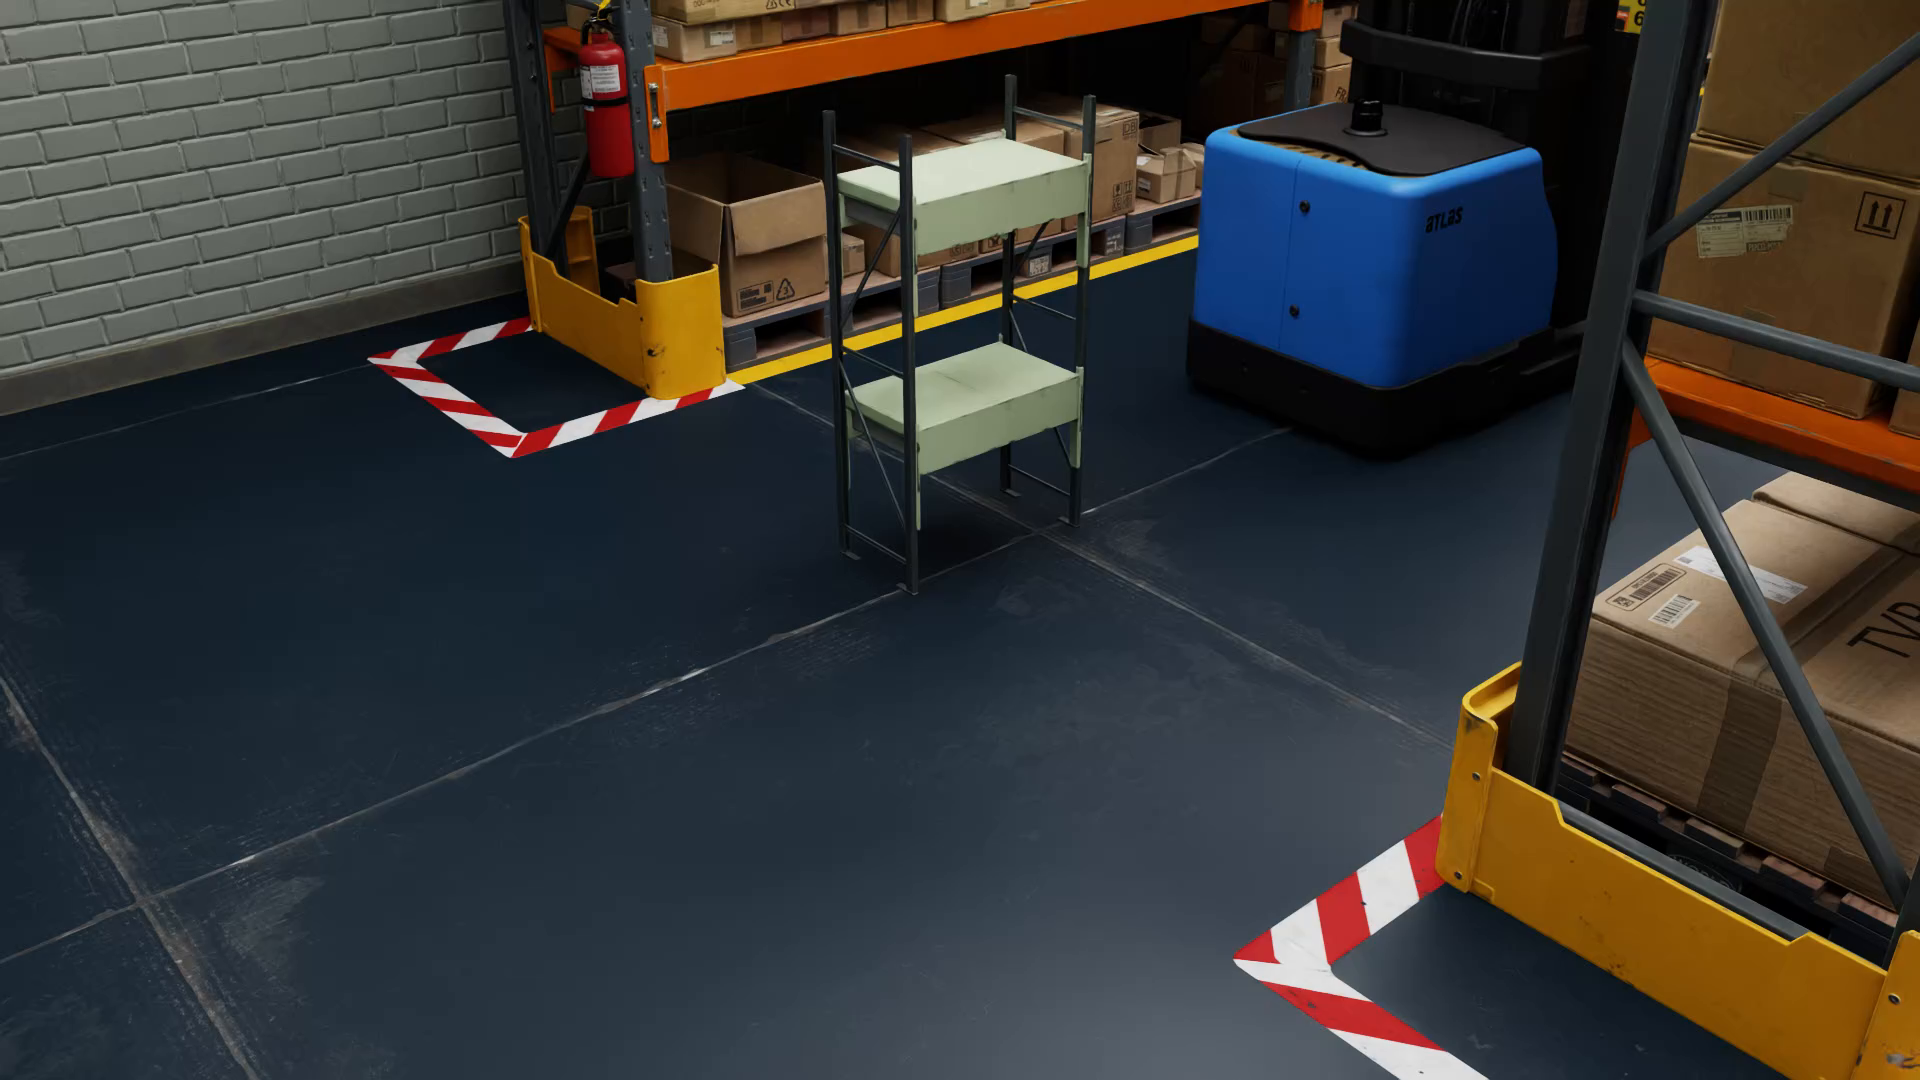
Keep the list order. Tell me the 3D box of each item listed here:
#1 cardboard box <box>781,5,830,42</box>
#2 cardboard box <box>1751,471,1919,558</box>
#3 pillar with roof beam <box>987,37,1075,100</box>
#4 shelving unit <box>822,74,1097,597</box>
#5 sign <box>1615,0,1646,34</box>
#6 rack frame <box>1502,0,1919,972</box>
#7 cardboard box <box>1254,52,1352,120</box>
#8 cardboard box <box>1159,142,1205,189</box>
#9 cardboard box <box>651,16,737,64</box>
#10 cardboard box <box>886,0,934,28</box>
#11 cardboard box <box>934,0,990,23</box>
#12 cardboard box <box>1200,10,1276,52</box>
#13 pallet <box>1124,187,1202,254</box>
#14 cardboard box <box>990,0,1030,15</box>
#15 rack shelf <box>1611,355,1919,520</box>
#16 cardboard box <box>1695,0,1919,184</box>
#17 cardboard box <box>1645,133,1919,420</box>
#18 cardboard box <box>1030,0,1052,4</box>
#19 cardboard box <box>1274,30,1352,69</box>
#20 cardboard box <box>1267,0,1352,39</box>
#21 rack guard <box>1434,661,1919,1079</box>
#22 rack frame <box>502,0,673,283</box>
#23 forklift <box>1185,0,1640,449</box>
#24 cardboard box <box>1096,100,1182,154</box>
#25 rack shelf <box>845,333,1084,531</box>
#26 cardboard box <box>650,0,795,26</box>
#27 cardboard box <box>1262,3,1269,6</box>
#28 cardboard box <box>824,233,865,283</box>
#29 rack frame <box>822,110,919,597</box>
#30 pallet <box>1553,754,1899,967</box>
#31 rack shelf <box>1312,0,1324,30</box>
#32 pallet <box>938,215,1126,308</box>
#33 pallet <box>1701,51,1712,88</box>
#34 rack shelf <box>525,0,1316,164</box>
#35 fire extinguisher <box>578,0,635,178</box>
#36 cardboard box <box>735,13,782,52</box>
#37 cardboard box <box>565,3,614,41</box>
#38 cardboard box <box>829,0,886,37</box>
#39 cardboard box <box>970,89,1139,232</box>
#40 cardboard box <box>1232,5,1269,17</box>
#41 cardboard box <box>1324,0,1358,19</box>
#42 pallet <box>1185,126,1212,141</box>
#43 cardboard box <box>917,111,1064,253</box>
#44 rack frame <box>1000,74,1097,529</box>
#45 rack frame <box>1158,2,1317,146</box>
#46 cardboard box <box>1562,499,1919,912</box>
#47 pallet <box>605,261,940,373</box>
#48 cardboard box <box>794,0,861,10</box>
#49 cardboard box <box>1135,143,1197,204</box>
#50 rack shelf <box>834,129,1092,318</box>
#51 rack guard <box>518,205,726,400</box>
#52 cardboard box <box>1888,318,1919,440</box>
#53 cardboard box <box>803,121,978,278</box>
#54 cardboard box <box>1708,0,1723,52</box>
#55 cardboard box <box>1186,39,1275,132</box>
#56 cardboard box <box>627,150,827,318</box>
[{"bbox_3d":[-0.756,-2.201,6.953,0.250,0.149,0.380,-22,35,-36],"label":"cardboard box"},{"bbox_3d":[2.827,0.080,4.690,0.875,0.438,0.875,-21,34,-34],"label":"cardboard box"},{"bbox_3d":[3.197,-4.559,4.732,0.400,9.000,9.100,-22,35,-35],"label":"pillar with roof beam"},{"bbox_3d":[0.005,-0.664,5.400,0.755,1.500,0.431,-22,35,-35],"label":"shelving unit"},{"bbox_3d":[1.357,-1.158,3.254,0.005,0.325,0.100,-22,35,-35],"label":"sign"},{"bbox_3d":[1.699,-0.344,3.211,0.127,3.000,1.000,-22,35,-35],"label":"rack frame"},{"bbox_3d":[2.032,-2.496,9.445,0.500,0.500,0.500,-20,34,-33],"label":"cardboard box"},{"bbox_3d":[1.284,-1.998,8.886,0.250,0.149,0.380,-23,36,-36],"label":"cardboard box"},{"bbox_3d":[-1.097,-2.014,6.602,0.250,0.149,0.380,-22,35,-35],"label":"cardboard box"},{"bbox_3d":[-0.326,-2.340,7.212,0.250,0.149,0.380,-21,35,-34],"label":"cardboard box"},{"bbox_3d":[-0.085,-2.390,7.306,0.250,0.149,0.380,-23,36,-36],"label":"cardboard box"},{"bbox_3d":[1.610,-2.931,9.570,0.250,0.149,0.380,-24,36,-37],"label":"cardboard box"},{"bbox_3d":[0.994,-1.906,9.094,1.213,0.211,1.003,-22,35,-35],"label":"pallet"},{"bbox_3d":[0.102,-2.478,7.471,0.250,0.149,0.380,-21,35,-34],"label":"cardboard box"},{"bbox_3d":[3.221,-0.638,4.525,4.000,0.370,1.077,-22,35,-35],"label":"rack shelf"},{"bbox_3d":[1.911,-1.062,3.387,0.500,0.500,0.500,-21,34,-33],"label":"cardboard box"},{"bbox_3d":[1.894,-0.630,3.641,0.500,0.500,0.500,-22,35,-35],"label":"cardboard box"},{"bbox_3d":[0.253,-2.581,7.665,0.250,0.149,0.380,-22,35,-35],"label":"cardboard box"},{"bbox_3d":[1.963,-2.729,9.193,0.250,0.149,0.380,-20,34,-33],"label":"cardboard box"},{"bbox_3d":[1.924,-2.882,9.163,0.250,0.149,0.380,-23,35,-36],"label":"cardboard box"},{"bbox_3d":[1.681,0.766,3.786,0.348,0.500,1.175,-22,35,-35],"label":"rack guard"},{"bbox_3d":[-1.525,-2.122,6.539,0.127,3.000,1.000,-22,35,-35],"label":"rack frame"},{"bbox_3d":[2.392,-2.199,6.755,3.031,2.935,1.130,-21,35,-34],"label":"forklift"},{"bbox_3d":[0.862,-2.228,9.144,0.500,0.311,0.500,-20,34,-33],"label":"cardboard box"},{"bbox_3d":[0.005,-0.376,5.554,0.720,0.370,0.431,-22,35,-35],"label":"rack shelf"},{"bbox_3d":[-1.005,-2.230,6.583,0.500,0.250,0.500,-22,35,-35],"label":"cardboard box"},{"bbox_3d":[1.987,-3.091,9.869,0.250,0.149,0.380,-21,35,-34],"label":"cardboard box"},{"bbox_3d":[-0.650,-1.319,7.616,0.250,0.149,0.380,-24,36,-37],"label":"cardboard box"},{"bbox_3d":[-0.273,-0.552,5.191,0.023,1.500,0.400,-22,35,-35],"label":"rack frame"},{"bbox_3d":[2.257,0.613,4.378,1.213,0.211,1.003,-22,35,-35],"label":"pallet"},{"bbox_3d":[3.039,-3.641,10.143,4.000,0.370,1.077,-22,35,-35],"label":"rack shelf"},{"bbox_3d":[0.066,-1.531,8.391,1.213,0.211,1.003,-22,35,-35],"label":"pallet"},{"bbox_3d":[5.212,-3.578,12.221,1.213,0.211,1.003,-22,35,-35],"label":"pallet"},{"bbox_3d":[-0.004,-2.417,7.853,4.000,0.370,1.077,-22,35,-35],"label":"rack shelf"},{"bbox_3d":[-1.337,-1.713,6.251,0.183,0.674,0.296,-22,35,-35],"label":"fire extinguisher"},{"bbox_3d":[-0.934,-2.108,6.779,0.250,0.149,0.380,-21,35,-34],"label":"cardboard box"},{"bbox_3d":[-1.448,-2.209,6.968,0.250,0.149,0.380,-22,35,-35],"label":"cardboard box"},{"bbox_3d":[-0.524,-2.256,7.056,0.250,0.149,0.380,-21,34,-33],"label":"cardboard box"},{"bbox_3d":[0.467,-1.923,8.373,0.500,0.500,0.700,-23,36,-37],"label":"cardboard box"},{"bbox_3d":[1.807,-3.013,9.724,0.250,0.149,0.380,-22,35,-35],"label":"cardboard box"},{"bbox_3d":[2.130,-2.957,9.304,0.250,0.149,0.380,-24,36,-37],"label":"cardboard box"},{"bbox_3d":[2.112,-2.379,9.977,1.213,0.211,1.003,-22,35,-35],"label":"pallet"},{"bbox_3d":[0.144,-1.732,8.014,0.500,0.500,0.500,-21,35,-34],"label":"cardboard box"},{"bbox_3d":[0.284,-0.775,5.610,0.023,1.500,0.400,-22,35,-35],"label":"rack frame"},{"bbox_3d":[1.518,-3.346,8.829,0.127,3.000,1.000,-22,35,-35],"label":"rack frame"},{"bbox_3d":[2.136,0.363,4.161,0.875,0.438,0.875,-23,36,-37],"label":"cardboard box"},{"bbox_3d":[-0.862,-1.160,7.697,1.213,0.211,1.003,-22,35,-35],"label":"pallet"},{"bbox_3d":[-0.622,-2.384,6.872,0.500,0.250,0.500,-21,35,-34],"label":"cardboard box"},{"bbox_3d":[1.013,-1.940,8.654,0.258,0.266,0.396,-20,34,-33],"label":"cardboard box"},{"bbox_3d":[0.005,-1.008,5.216,0.720,0.370,0.431,-22,35,-35],"label":"rack shelf"},{"bbox_3d":[-1.468,-1.043,7.172,0.348,0.500,1.175,-22,35,-35],"label":"rack guard"},{"bbox_3d":[2.251,-0.432,3.269,0.500,0.500,0.500,-22,35,-35],"label":"cardboard box"},{"bbox_3d":[-0.323,-1.606,7.779,0.500,0.500,0.700,-20,34,-33],"label":"cardboard box"},{"bbox_3d":[5.044,-3.893,11.927,0.625,0.625,0.875,-21,34,-33],"label":"cardboard box"},{"bbox_3d":[1.699,-2.685,9.798,0.500,0.500,0.500,-22,35,-35],"label":"cardboard box"},{"bbox_3d":[-0.999,-1.360,7.315,0.637,0.503,0.797,-24,36,-37],"label":"cardboard box"}]
